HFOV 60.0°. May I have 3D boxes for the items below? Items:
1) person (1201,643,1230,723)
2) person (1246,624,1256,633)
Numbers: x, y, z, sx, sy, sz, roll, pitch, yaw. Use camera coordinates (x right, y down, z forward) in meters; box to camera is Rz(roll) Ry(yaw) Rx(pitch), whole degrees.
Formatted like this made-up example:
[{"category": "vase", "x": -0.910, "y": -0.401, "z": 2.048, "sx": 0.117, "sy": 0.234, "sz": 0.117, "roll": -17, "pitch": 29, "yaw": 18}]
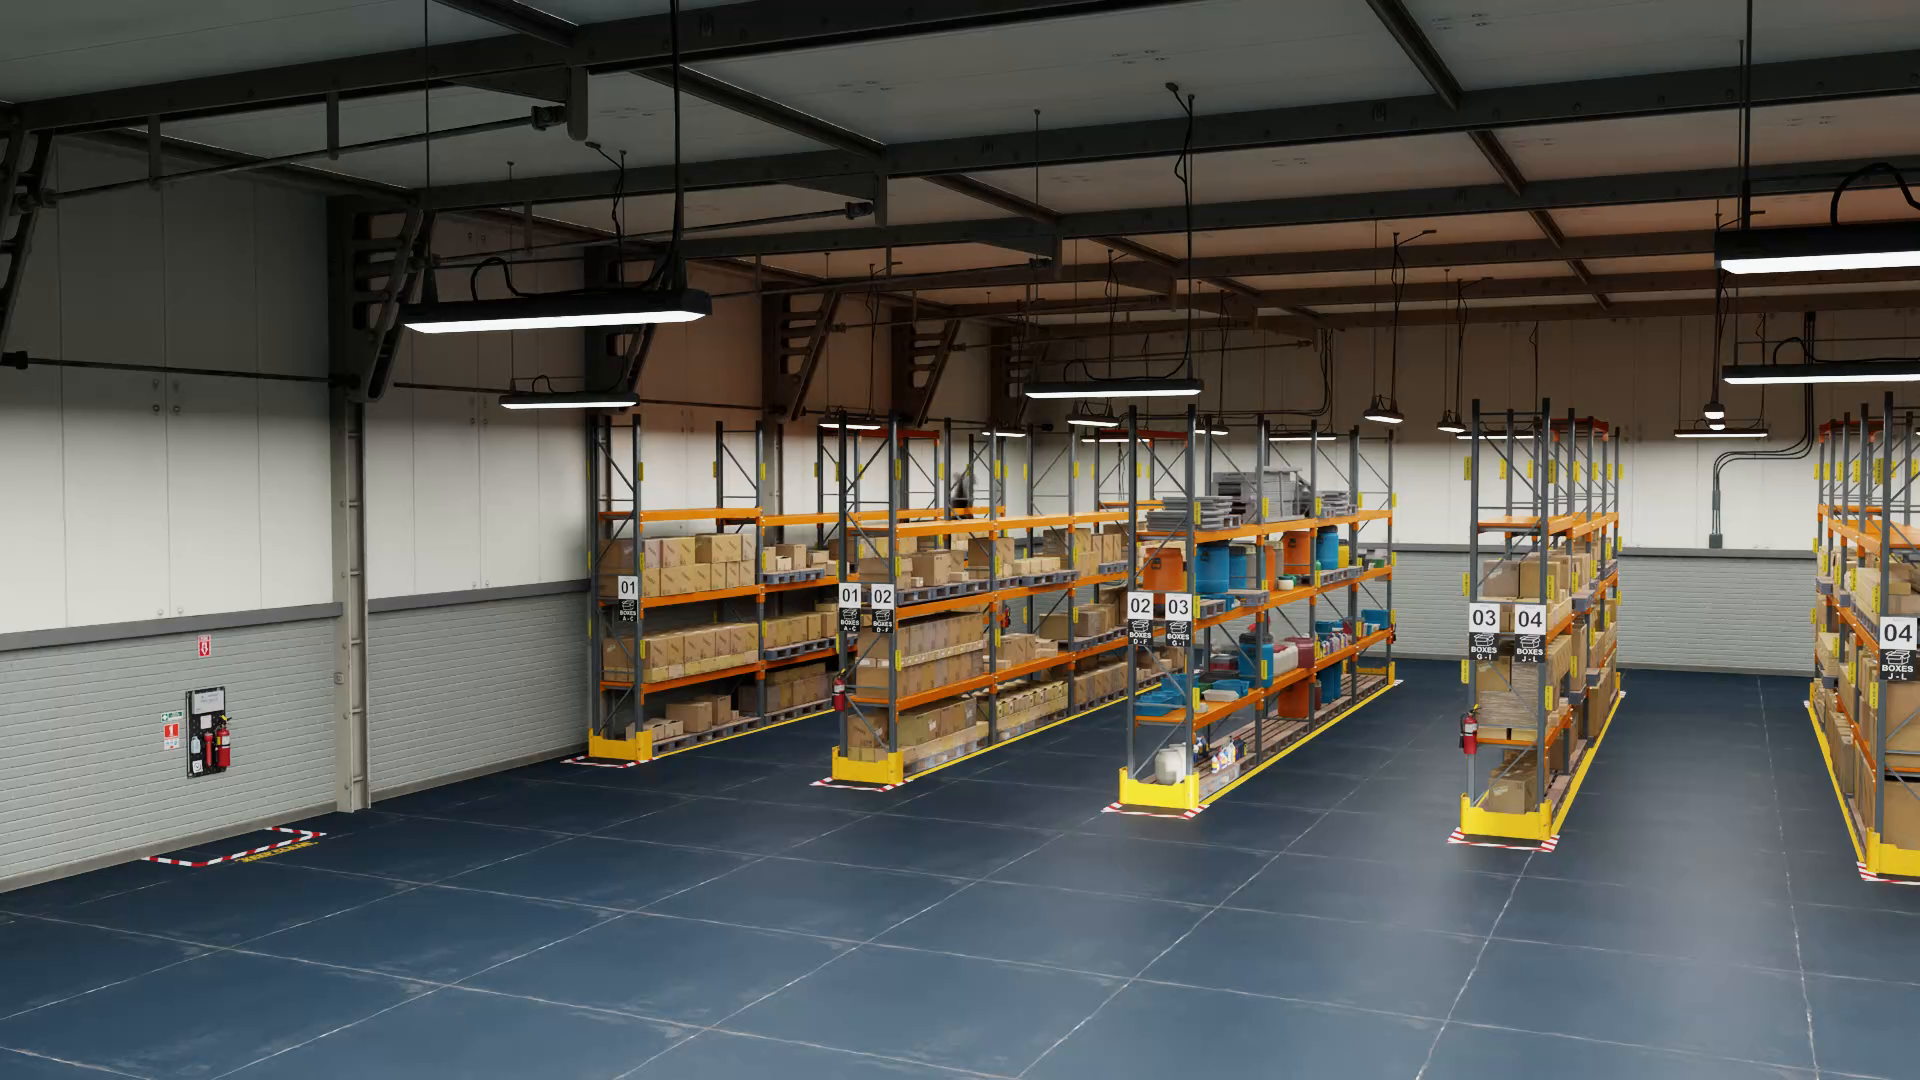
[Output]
[{"category": "person", "x": 5.188, "y": 2.859, "z": 33.314, "sx": 0.615, "sy": 1.631, "sz": 0.744, "roll": -1, "pitch": 2, "yaw": -15}, {"category": "person", "x": 6.314, "y": 2.660, "z": 35.911, "sx": 0.678, "sy": 1.730, "sz": 0.795, "roll": 2, "pitch": 3, "yaw": 36}]
